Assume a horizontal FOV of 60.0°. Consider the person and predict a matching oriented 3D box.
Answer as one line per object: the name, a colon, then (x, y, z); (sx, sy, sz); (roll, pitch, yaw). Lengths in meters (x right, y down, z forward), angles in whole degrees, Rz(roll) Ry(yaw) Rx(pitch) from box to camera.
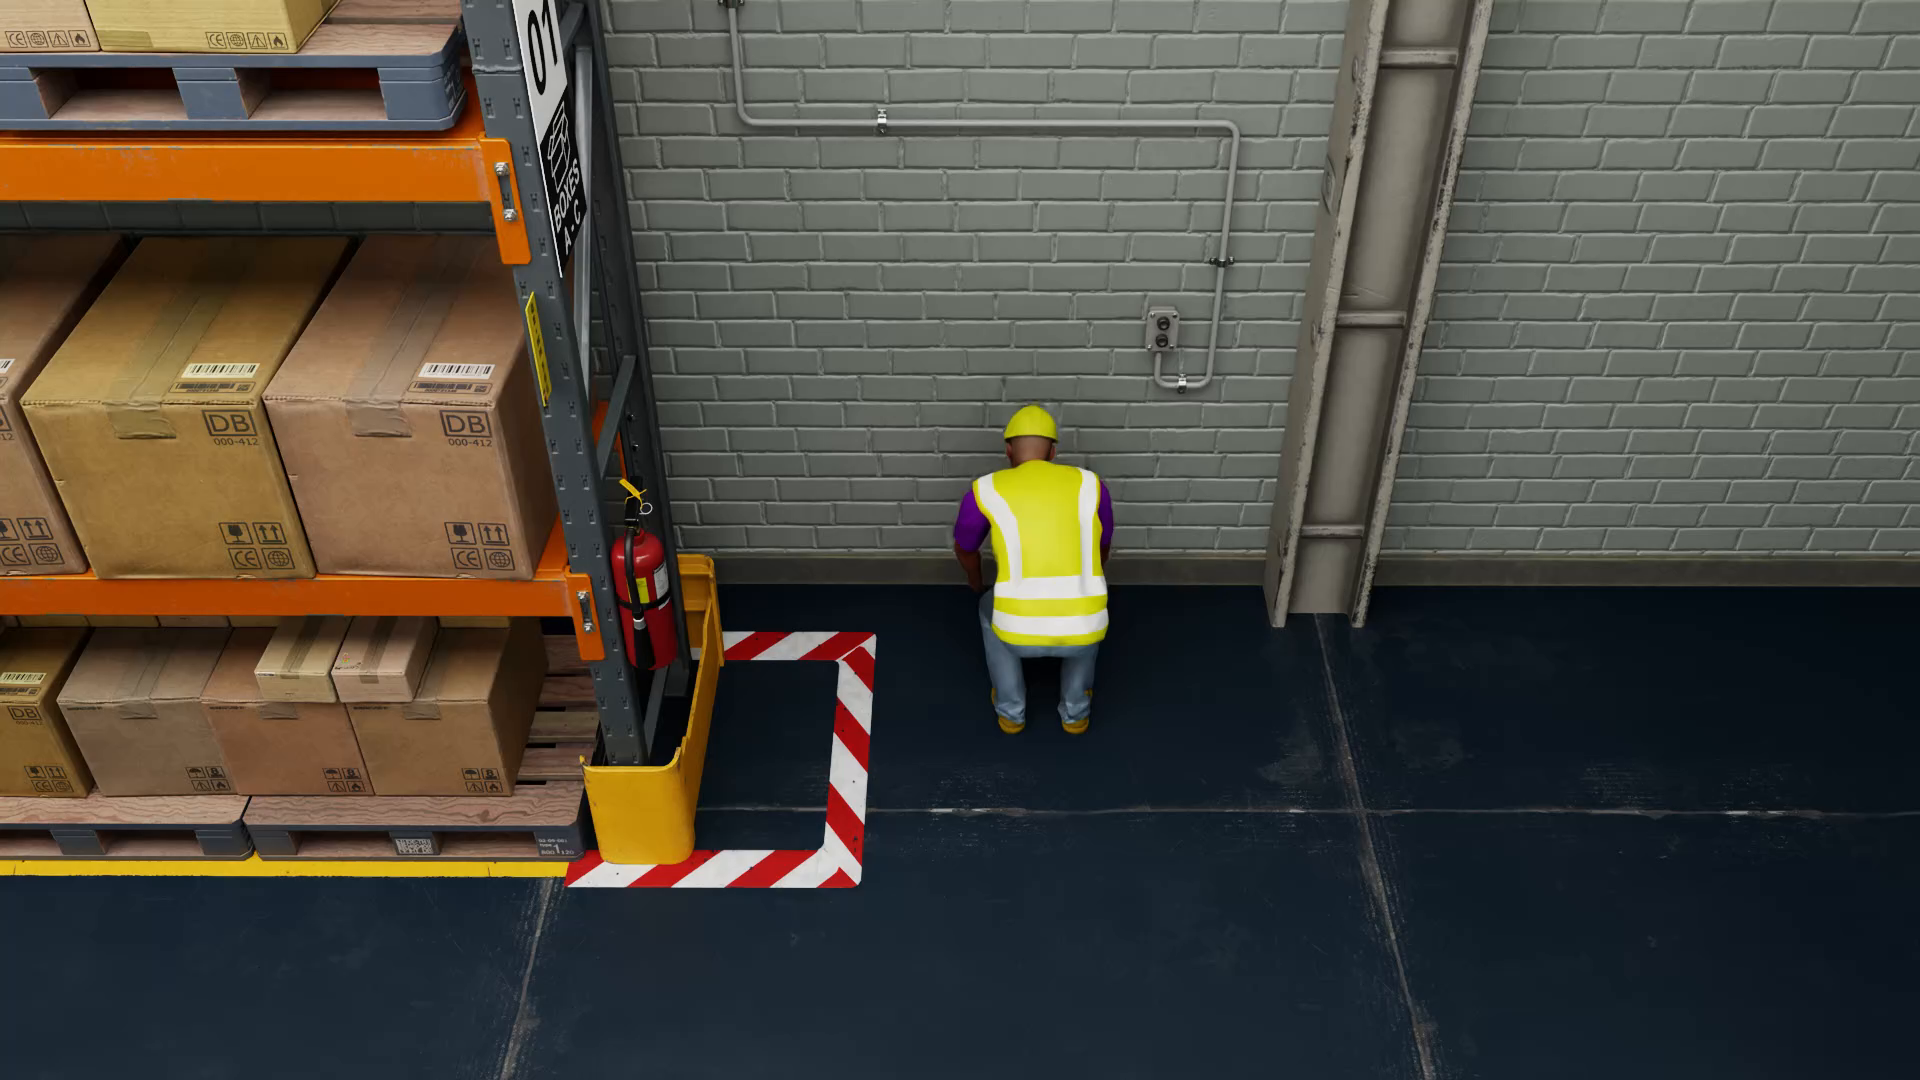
person: (0.284, 0.164, 6.388); (0.619, 1.196, 0.847); (0, 39, 0)
